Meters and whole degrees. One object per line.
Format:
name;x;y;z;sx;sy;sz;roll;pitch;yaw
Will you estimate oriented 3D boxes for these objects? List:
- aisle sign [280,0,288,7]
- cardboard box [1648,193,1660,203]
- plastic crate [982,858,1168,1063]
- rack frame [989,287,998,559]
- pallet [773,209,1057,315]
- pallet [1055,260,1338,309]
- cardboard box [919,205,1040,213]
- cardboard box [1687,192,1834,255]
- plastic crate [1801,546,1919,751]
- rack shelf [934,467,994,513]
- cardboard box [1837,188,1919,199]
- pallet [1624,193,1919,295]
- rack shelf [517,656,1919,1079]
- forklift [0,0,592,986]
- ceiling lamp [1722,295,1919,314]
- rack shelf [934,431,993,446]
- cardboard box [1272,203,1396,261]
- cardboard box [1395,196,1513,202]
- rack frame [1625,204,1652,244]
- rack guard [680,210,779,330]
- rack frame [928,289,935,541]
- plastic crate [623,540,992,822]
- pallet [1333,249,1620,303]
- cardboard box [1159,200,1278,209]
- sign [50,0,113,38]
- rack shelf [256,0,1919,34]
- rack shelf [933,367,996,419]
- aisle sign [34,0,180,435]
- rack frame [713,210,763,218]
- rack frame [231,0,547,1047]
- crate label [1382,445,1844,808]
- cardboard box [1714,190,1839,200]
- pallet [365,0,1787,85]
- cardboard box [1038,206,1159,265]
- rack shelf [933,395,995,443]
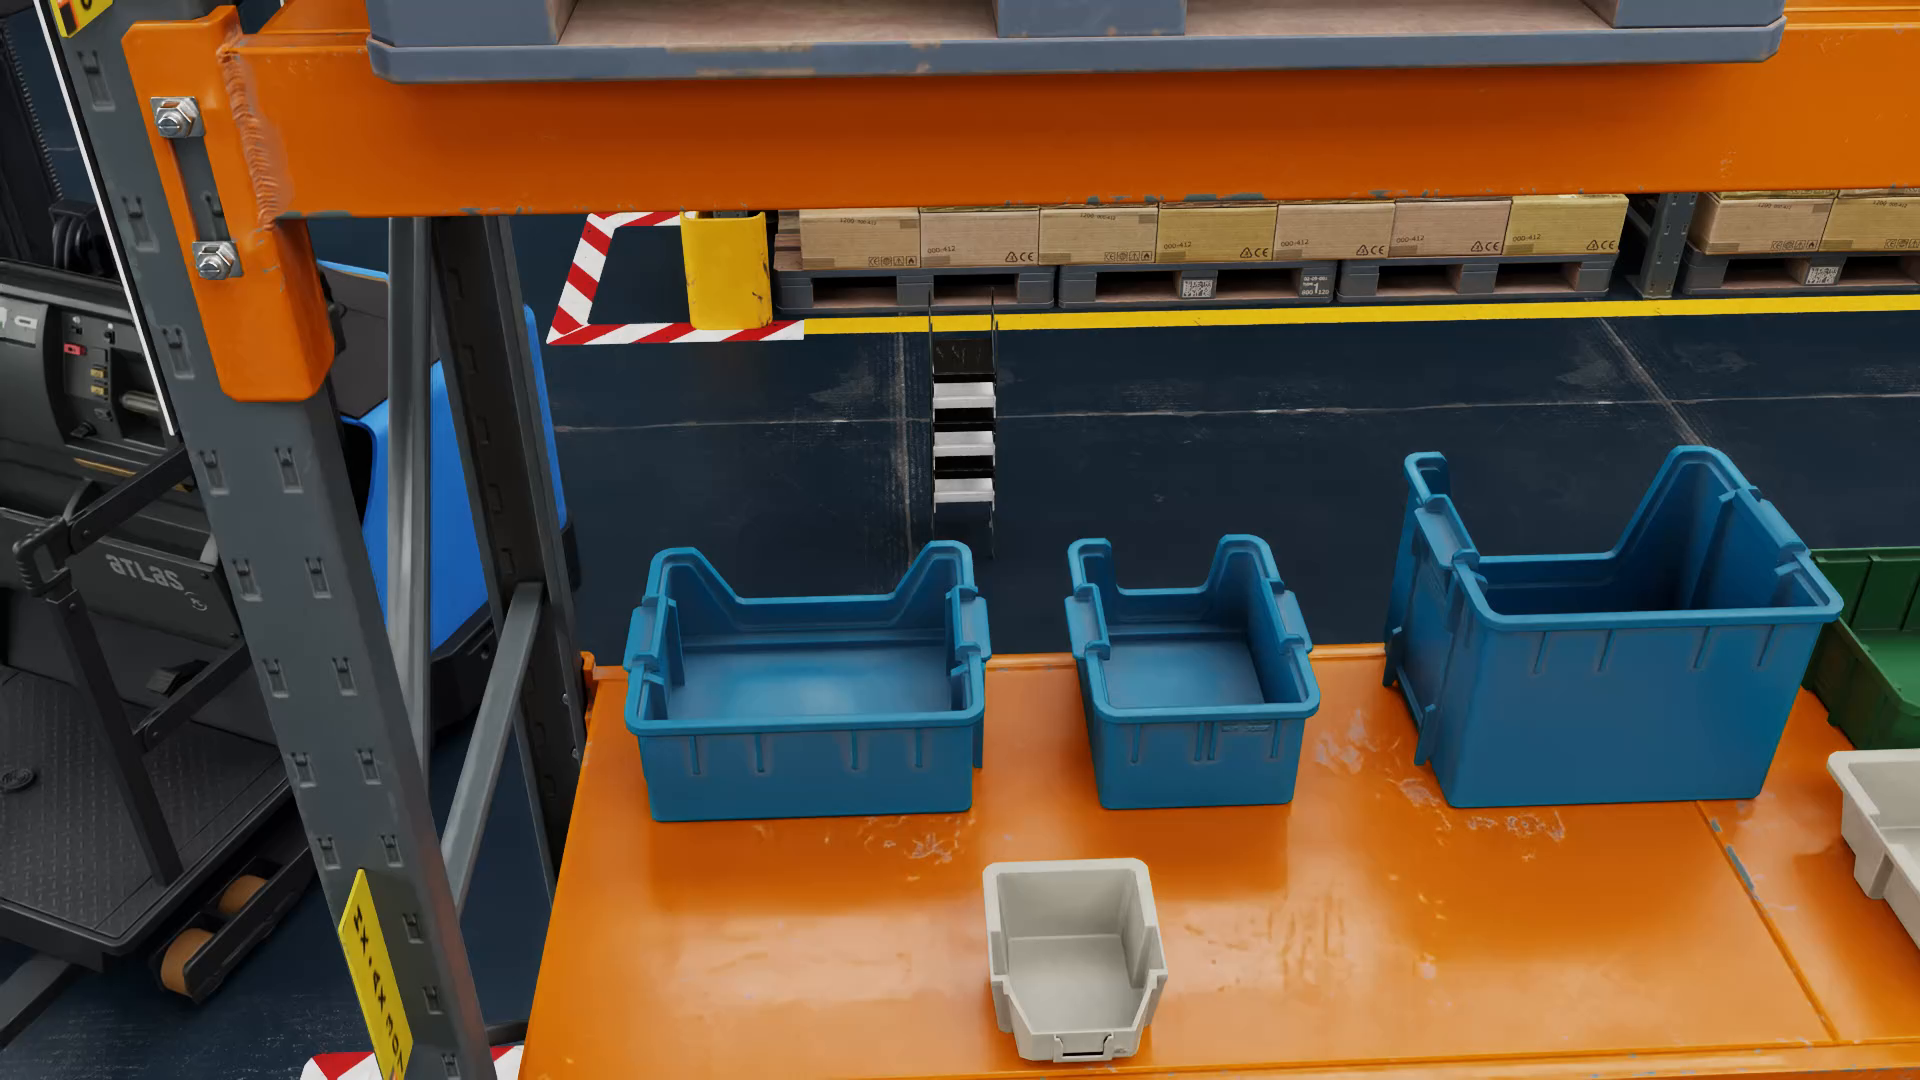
aisle sign;-0.830;-0.877;2.096;0.004;0.787;0.394;-2;35;-2
cardboard box;3.421;-1.782;7.736;0.500;0.250;0.500;-2;35;-3
plastic crate;0.165;0.627;2.440;0.250;0.136;0.298;-2;35;-2
rack frame;0.110;-0.373;5.498;0.006;0.900;0.240;-2;35;-2
pallet;-0.213;-1.354;7.521;1.213;0.211;1.003;-2;35;-2
pallet;1.003;-1.385;7.566;1.213;0.211;1.003;-2;35;-2
cardboard box;0.071;-1.709;6.972;0.500;0.500;0.500;-2;35;-2
cardboard box;3.435;-1.476;7.294;0.500;0.250;0.500;-2;35;-3
plastic crate;1.882;0.215;2.990;0.662;0.188;0.450;-2;35;-2
rack shelf;0.008;-0.195;5.616;0.200;0.077;0.258;-2;35;-2
cardboard box;3.945;-1.717;7.149;0.500;0.311;0.500;-2;35;-3
pallet;3.755;-1.460;7.674;1.213;0.211;1.003;-2;35;-2
rack shelf;1.254;0.521;2.822;3.809;0.124;0.919;-2;35;-2
forklift;-2.222;-0.379;3.722;1.130;2.935;3.031;13;37;17
ceiling lamp;5.331;-1.069;7.294;4.000;0.001;0.159;-2;35;-2
rack shelf;0.008;-0.360;5.502;0.190;0.026;0.221;-2;35;-2
cardboard box;1.569;-1.440;7.242;0.500;0.250;0.500;-2;35;-2
cardboard box;2.068;-1.771;7.061;0.500;0.500;0.500;-2;35;-2
rack frame;3.020;-2.566;6.822;0.053;2.616;0.949;-2;35;-2
rack guard;-0.999;-1.428;7.374;0.348;0.500;1.175;-2;35;-2
rack frame;-0.093;-0.368;5.490;0.006;0.900;0.240;-2;35;-2
plastic crate;-0.258;0.237;2.902;0.616;0.251;0.499;-2;35;-2
pallet;2.224;-1.420;7.616;1.213;0.211;1.003;-2;35;-2
cardboard box;1.070;-1.734;7.007;0.500;0.500;0.500;-2;35;-2
sign;-0.723;-0.565;1.287;0.005;0.325;0.100;-2;35;-2
rack shelf;1.254;-0.713;1.968;3.809;0.124;0.919;-2;35;-2
rack shelf;0.008;-0.491;5.411;0.200;0.077;0.258;-2;35;-2
aisle sign;-0.802;-0.541;1.612;0.004;0.787;0.394;-2;35;-2
rack frame;-0.975;-2.456;6.664;0.127;3.000;1.000;-2;35;-2
rack frame;-0.744;0.361;2.592;0.053;2.616;0.949;-2;35;-2
crate label;1.081;0.141;2.879;0.616;0.435;0.502;-2;35;-2
cardboard box;3.445;-1.706;7.134;0.500;0.311;0.500;-1;35;-2
pallet;0.087;-0.763;1.747;1.213;0.211;1.003;-2;35;-2
cardboard box;0.570;-1.415;7.206;0.500;0.250;0.500;-2;35;-2
rack shelf;0.008;-0.417;5.462;0.200;0.077;0.258;-2;35;-2
